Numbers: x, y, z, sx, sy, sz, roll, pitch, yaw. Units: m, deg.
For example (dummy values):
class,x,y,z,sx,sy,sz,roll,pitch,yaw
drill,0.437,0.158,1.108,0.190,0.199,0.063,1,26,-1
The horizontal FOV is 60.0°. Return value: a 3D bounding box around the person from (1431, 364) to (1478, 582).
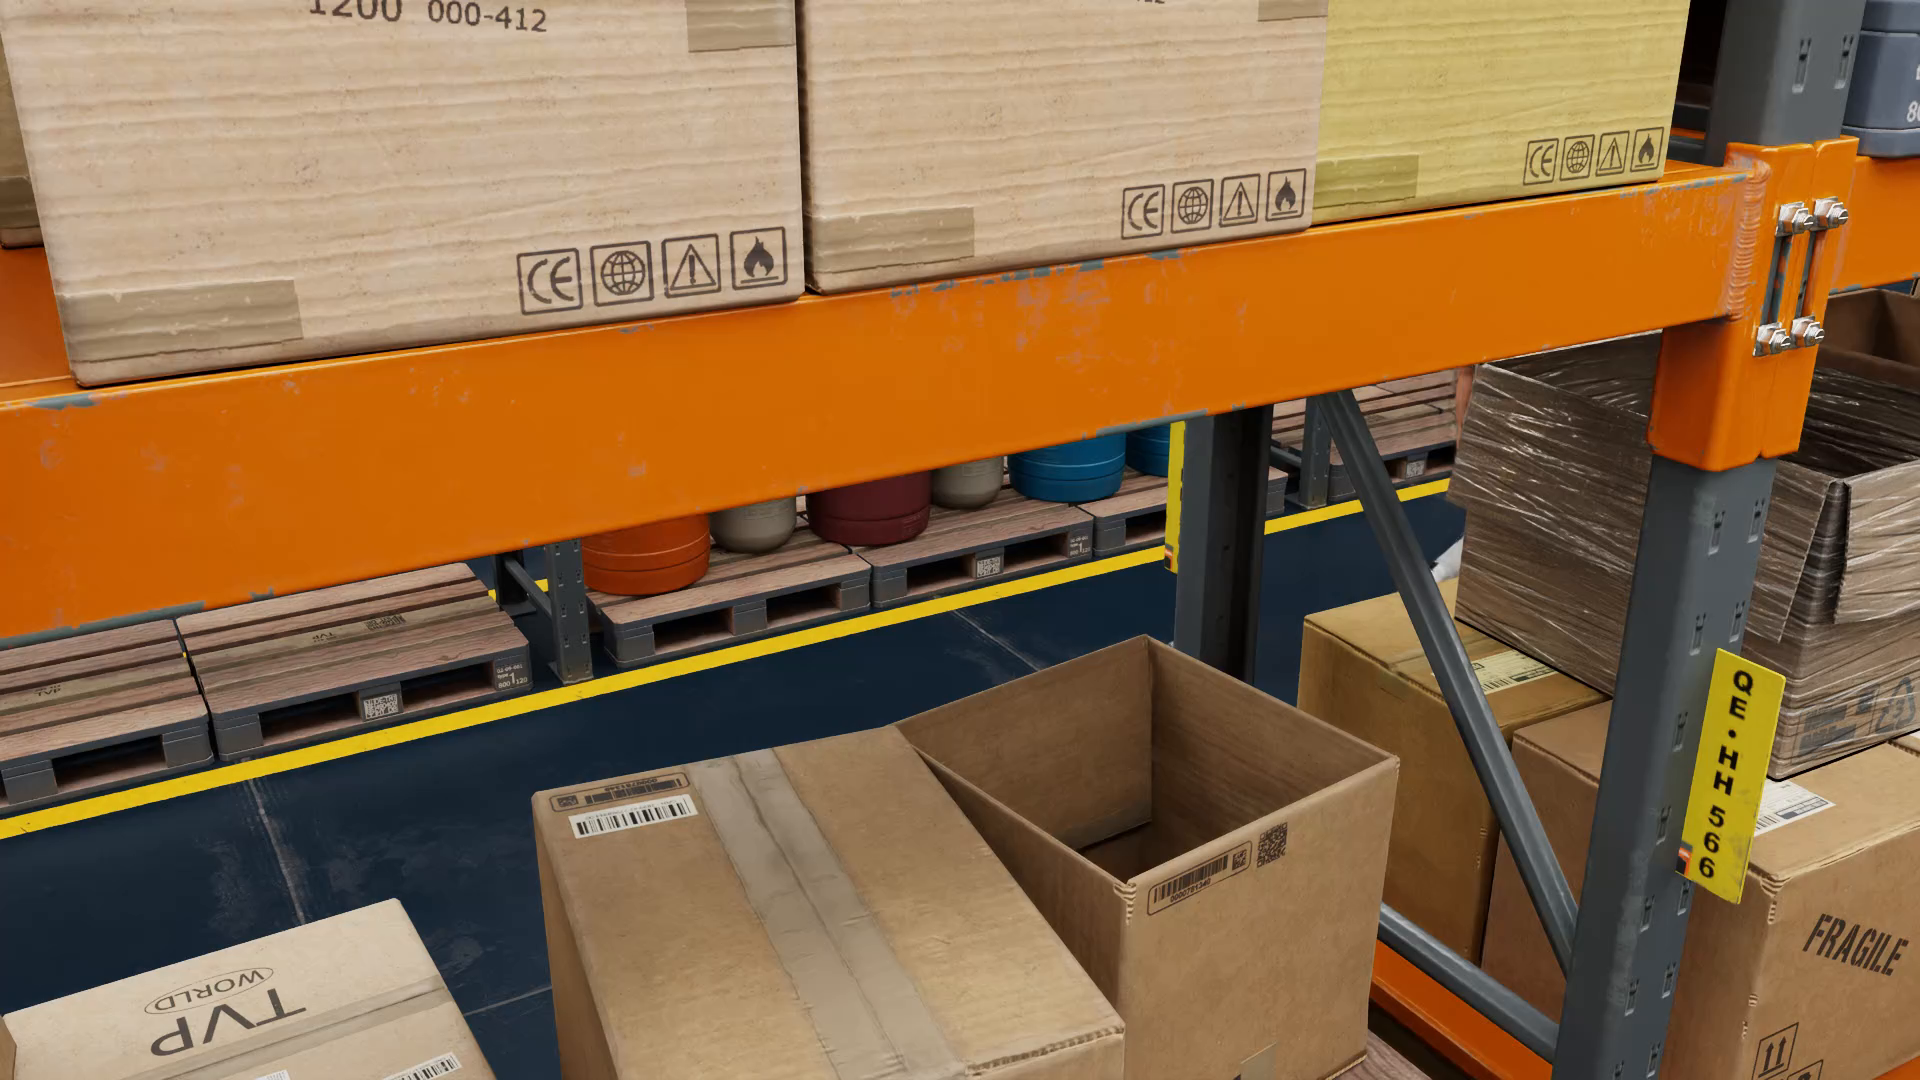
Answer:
class,x,y,z,sx,sy,sz,roll,pitch,yaw
person,2.345,-0.467,7.242,0.856,1.641,0.436,-14,26,-31
